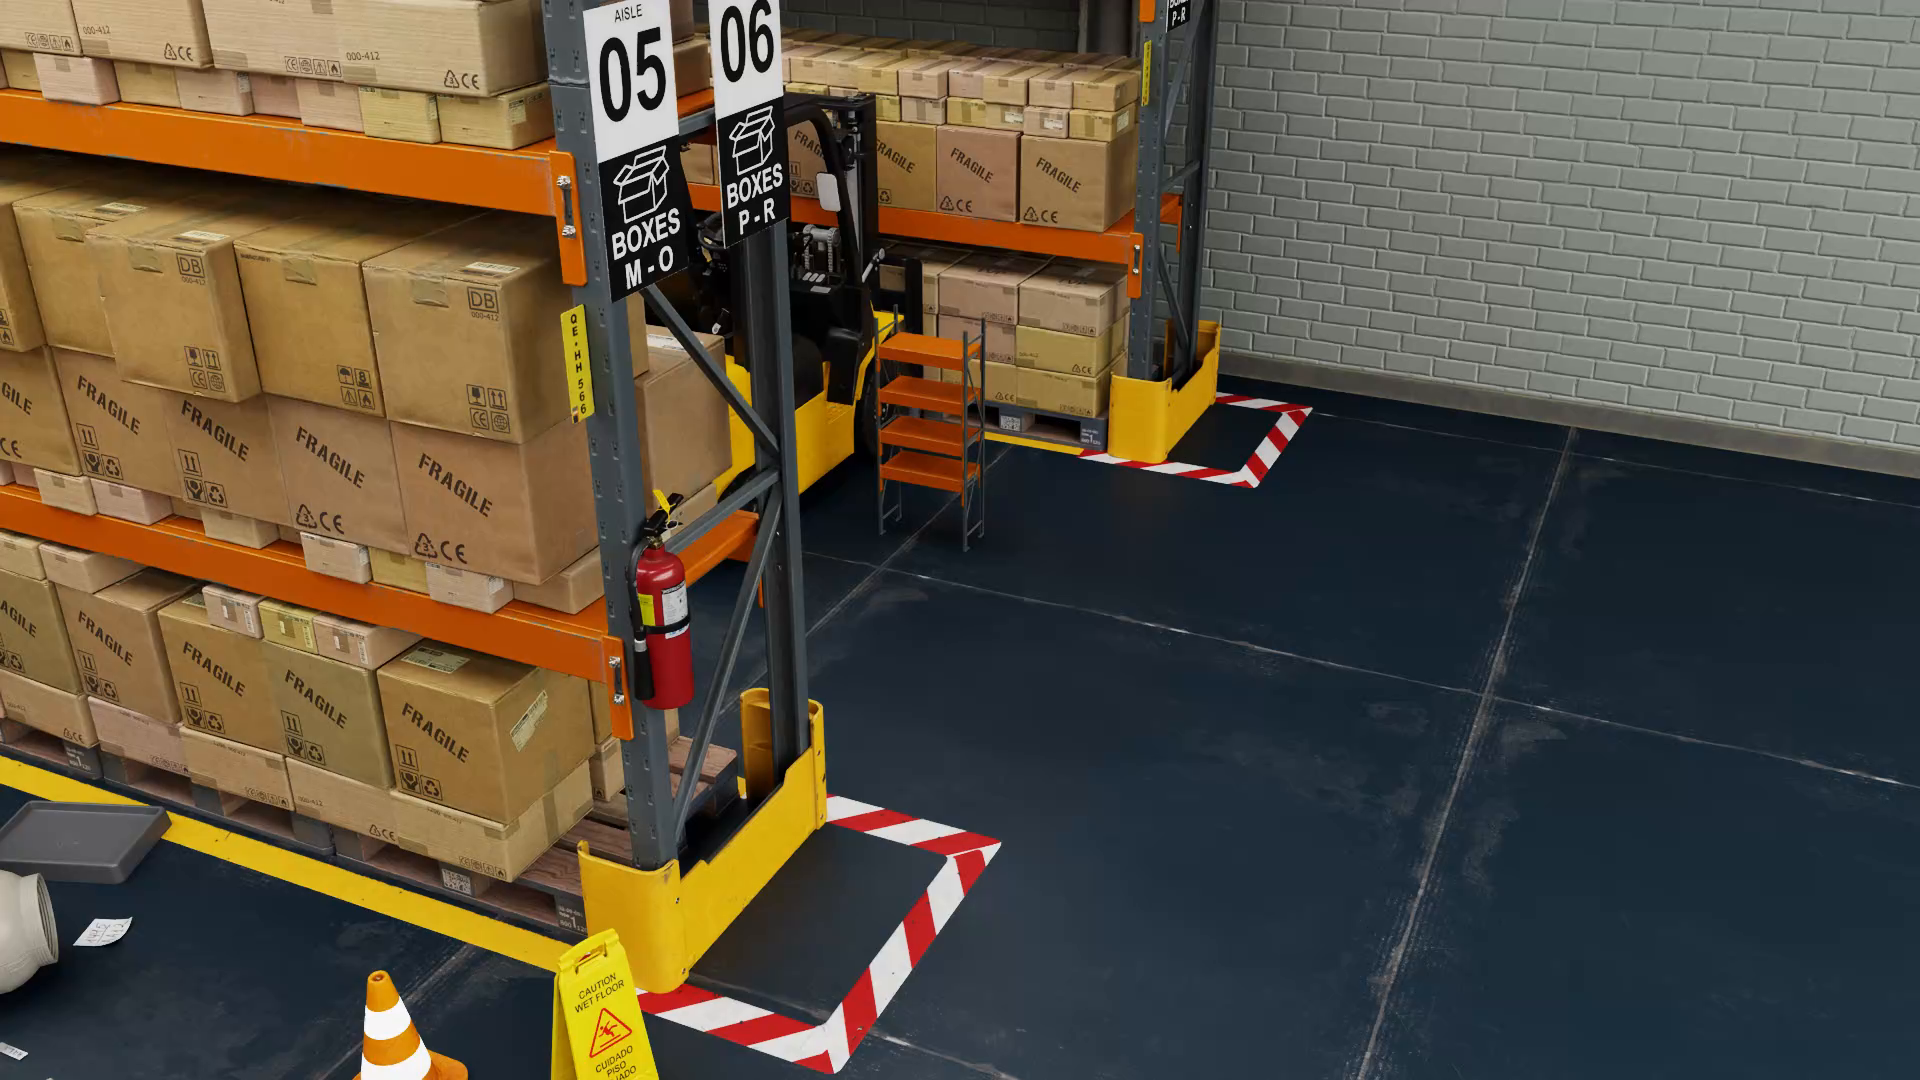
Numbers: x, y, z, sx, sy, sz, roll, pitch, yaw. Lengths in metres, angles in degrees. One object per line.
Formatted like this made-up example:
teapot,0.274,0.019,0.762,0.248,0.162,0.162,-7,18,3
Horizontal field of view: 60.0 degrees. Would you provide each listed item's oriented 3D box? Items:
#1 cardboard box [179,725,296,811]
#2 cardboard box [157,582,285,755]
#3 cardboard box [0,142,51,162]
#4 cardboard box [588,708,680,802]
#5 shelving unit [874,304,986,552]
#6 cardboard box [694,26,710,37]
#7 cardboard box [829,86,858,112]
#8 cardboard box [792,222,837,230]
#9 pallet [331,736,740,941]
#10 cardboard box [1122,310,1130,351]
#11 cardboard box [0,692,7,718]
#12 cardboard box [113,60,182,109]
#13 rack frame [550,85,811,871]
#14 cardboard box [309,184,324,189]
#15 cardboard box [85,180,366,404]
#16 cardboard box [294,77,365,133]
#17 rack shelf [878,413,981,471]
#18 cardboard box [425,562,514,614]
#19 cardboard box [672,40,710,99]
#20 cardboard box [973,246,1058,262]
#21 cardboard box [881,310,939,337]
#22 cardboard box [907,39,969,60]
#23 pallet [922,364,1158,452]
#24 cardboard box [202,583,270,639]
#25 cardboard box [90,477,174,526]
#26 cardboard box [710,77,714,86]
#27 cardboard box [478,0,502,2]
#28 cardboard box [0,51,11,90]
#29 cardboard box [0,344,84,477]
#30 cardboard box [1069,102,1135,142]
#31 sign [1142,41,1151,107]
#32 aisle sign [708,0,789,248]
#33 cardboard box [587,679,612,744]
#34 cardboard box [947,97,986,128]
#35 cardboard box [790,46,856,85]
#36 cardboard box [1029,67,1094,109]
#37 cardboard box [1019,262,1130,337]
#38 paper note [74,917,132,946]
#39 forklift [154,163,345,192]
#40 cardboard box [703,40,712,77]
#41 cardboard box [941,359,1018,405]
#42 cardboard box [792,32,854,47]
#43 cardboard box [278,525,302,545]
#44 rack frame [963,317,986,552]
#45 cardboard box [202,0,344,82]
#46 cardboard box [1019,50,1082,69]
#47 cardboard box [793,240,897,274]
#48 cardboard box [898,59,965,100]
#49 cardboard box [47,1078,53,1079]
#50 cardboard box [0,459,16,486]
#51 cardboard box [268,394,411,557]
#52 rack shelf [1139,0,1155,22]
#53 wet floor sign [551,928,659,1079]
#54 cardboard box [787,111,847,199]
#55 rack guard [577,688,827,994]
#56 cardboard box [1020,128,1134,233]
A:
cardboard box,-2.623,0.762,6.444,0.500,0.250,0.500,10,28,20
cardboard box,-2.599,0.425,6.278,0.500,0.500,0.500,11,28,21
cardboard box,-3.704,-1.141,6.090,0.500,0.500,0.700,12,28,22
cardboard box,-1.449,0.734,6.501,0.500,0.250,0.500,11,28,21
shelving unit,-0.151,-0.569,8.546,0.503,1.200,0.258,11,28,22
cardboard box,-1.546,-3.207,10.684,0.250,0.149,0.380,11,28,21
cardboard box,-0.577,-2.642,9.873,0.250,0.149,0.380,11,28,21
cardboard box,-0.969,-1.987,10.896,0.500,0.250,0.500,12,28,22
pallet,-1.623,1.022,6.436,1.213,0.211,1.003,11,28,22
cardboard box,0.880,-1.398,10.264,0.500,0.250,0.500,12,29,23
cardboard box,-4.045,0.478,7.021,0.500,0.250,0.500,10,28,19
cardboard box,-2.424,-1.484,5.256,0.250,0.149,0.380,11,28,20
rack frame,-0.829,-0.053,5.461,0.127,3.000,1.000,11,28,22
cardboard box,-4.900,-2.399,12.440,0.625,0.625,0.875,12,29,23
cardboard box,-2.349,-0.832,5.463,0.500,0.500,0.700,11,28,21
cardboard box,-1.738,-1.333,4.950,0.250,0.149,0.380,12,29,23
rack shelf,-0.151,-0.508,8.576,0.480,0.148,0.258,11,28,22
cardboard box,-1.535,0.076,5.484,0.250,0.149,0.380,11,28,21
cardboard box,-0.997,-1.477,5.242,0.250,0.149,0.380,11,28,22
cardboard box,0.407,-1.706,10.325,0.500,0.250,0.500,11,28,22
cardboard box,-0.281,-1.373,10.215,0.500,0.250,0.500,11,28,21
cardboard box,-0.133,-2.947,10.155,0.250,0.149,0.380,11,28,21
pallet,0.509,-0.921,10.382,1.213,0.211,1.003,11,28,22
cardboard box,-2.495,0.187,6.028,0.250,0.149,0.380,13,29,24
cardboard box,-2.915,-0.212,6.069,0.250,0.149,0.380,11,28,22
cardboard box,-1.321,-2.746,10.083,0.250,0.149,0.380,11,28,21
cardboard box,-1.259,-1.586,4.562,0.250,0.149,0.380,12,29,22
cardboard box,-3.151,-1.590,5.473,0.250,0.149,0.380,11,28,21
cardboard box,-3.267,-0.590,6.103,0.500,0.500,0.500,11,28,21
cardboard box,0.791,-2.336,9.251,0.250,0.149,0.380,12,29,23
sign,0.985,-2.459,8.770,0.005,0.325,0.100,11,28,22
aisle sign,-0.644,-1.332,5.117,0.004,0.787,0.394,11,28,22
cardboard box,-1.471,0.393,6.344,0.500,0.500,0.500,10,28,20
cardboard box,0.114,-2.492,9.569,0.250,0.149,0.380,11,28,21
cardboard box,-0.812,-2.830,9.918,0.250,0.149,0.380,11,28,22
cardboard box,0.571,-2.532,9.312,0.250,0.149,0.380,11,28,22
cardboard box,0.674,-1.411,9.726,0.500,0.250,0.500,12,29,24
paper note,-3.038,1.386,5.899,0.148,0.019,0.142,2,26,4
forklift,-3.372,-1.265,8.001,1.130,2.935,3.031,-20,32,-34
cardboard box,-1.548,-2.929,10.119,0.250,0.149,0.380,12,29,23
cardboard box,0.215,-1.057,10.139,0.500,0.250,0.500,11,28,22
cardboard box,-0.851,-3.066,10.397,0.250,0.149,0.380,11,28,21
cardboard box,-2.181,-0.118,5.877,0.250,0.149,0.380,12,29,23
rack frame,0.071,-0.524,8.456,0.015,1.200,0.240,11,28,22
cardboard box,-1.858,-1.548,4.934,0.500,0.250,0.500,11,28,21
cardboard box,0.534,-2.770,9.795,0.250,0.149,0.380,12,29,23
cardboard box,-0.715,-1.686,10.284,0.500,0.250,0.500,11,28,21
cardboard box,-0.157,-2.647,9.546,0.250,0.149,0.380,12,29,23
cardboard box,-2.858,1.799,4.927,0.380,0.149,0.250,-18,31,-31
cardboard box,-3.600,-0.364,6.377,0.250,0.149,0.380,12,29,23
cardboard box,-1.891,-0.313,5.539,0.500,0.500,0.500,11,28,22
rack shelf,-0.598,-3.438,9.755,4.000,0.370,1.077,11,28,22
wet floor sign,-1.099,1.469,5.036,0.232,0.644,0.267,23,35,39
cardboard box,-0.732,-2.358,10.030,0.500,0.500,0.500,12,28,22
rack guard,-0.898,1.055,6.041,0.348,0.500,1.175,11,28,22
cardboard box,0.666,-2.078,9.462,0.500,0.500,0.500,11,28,21
